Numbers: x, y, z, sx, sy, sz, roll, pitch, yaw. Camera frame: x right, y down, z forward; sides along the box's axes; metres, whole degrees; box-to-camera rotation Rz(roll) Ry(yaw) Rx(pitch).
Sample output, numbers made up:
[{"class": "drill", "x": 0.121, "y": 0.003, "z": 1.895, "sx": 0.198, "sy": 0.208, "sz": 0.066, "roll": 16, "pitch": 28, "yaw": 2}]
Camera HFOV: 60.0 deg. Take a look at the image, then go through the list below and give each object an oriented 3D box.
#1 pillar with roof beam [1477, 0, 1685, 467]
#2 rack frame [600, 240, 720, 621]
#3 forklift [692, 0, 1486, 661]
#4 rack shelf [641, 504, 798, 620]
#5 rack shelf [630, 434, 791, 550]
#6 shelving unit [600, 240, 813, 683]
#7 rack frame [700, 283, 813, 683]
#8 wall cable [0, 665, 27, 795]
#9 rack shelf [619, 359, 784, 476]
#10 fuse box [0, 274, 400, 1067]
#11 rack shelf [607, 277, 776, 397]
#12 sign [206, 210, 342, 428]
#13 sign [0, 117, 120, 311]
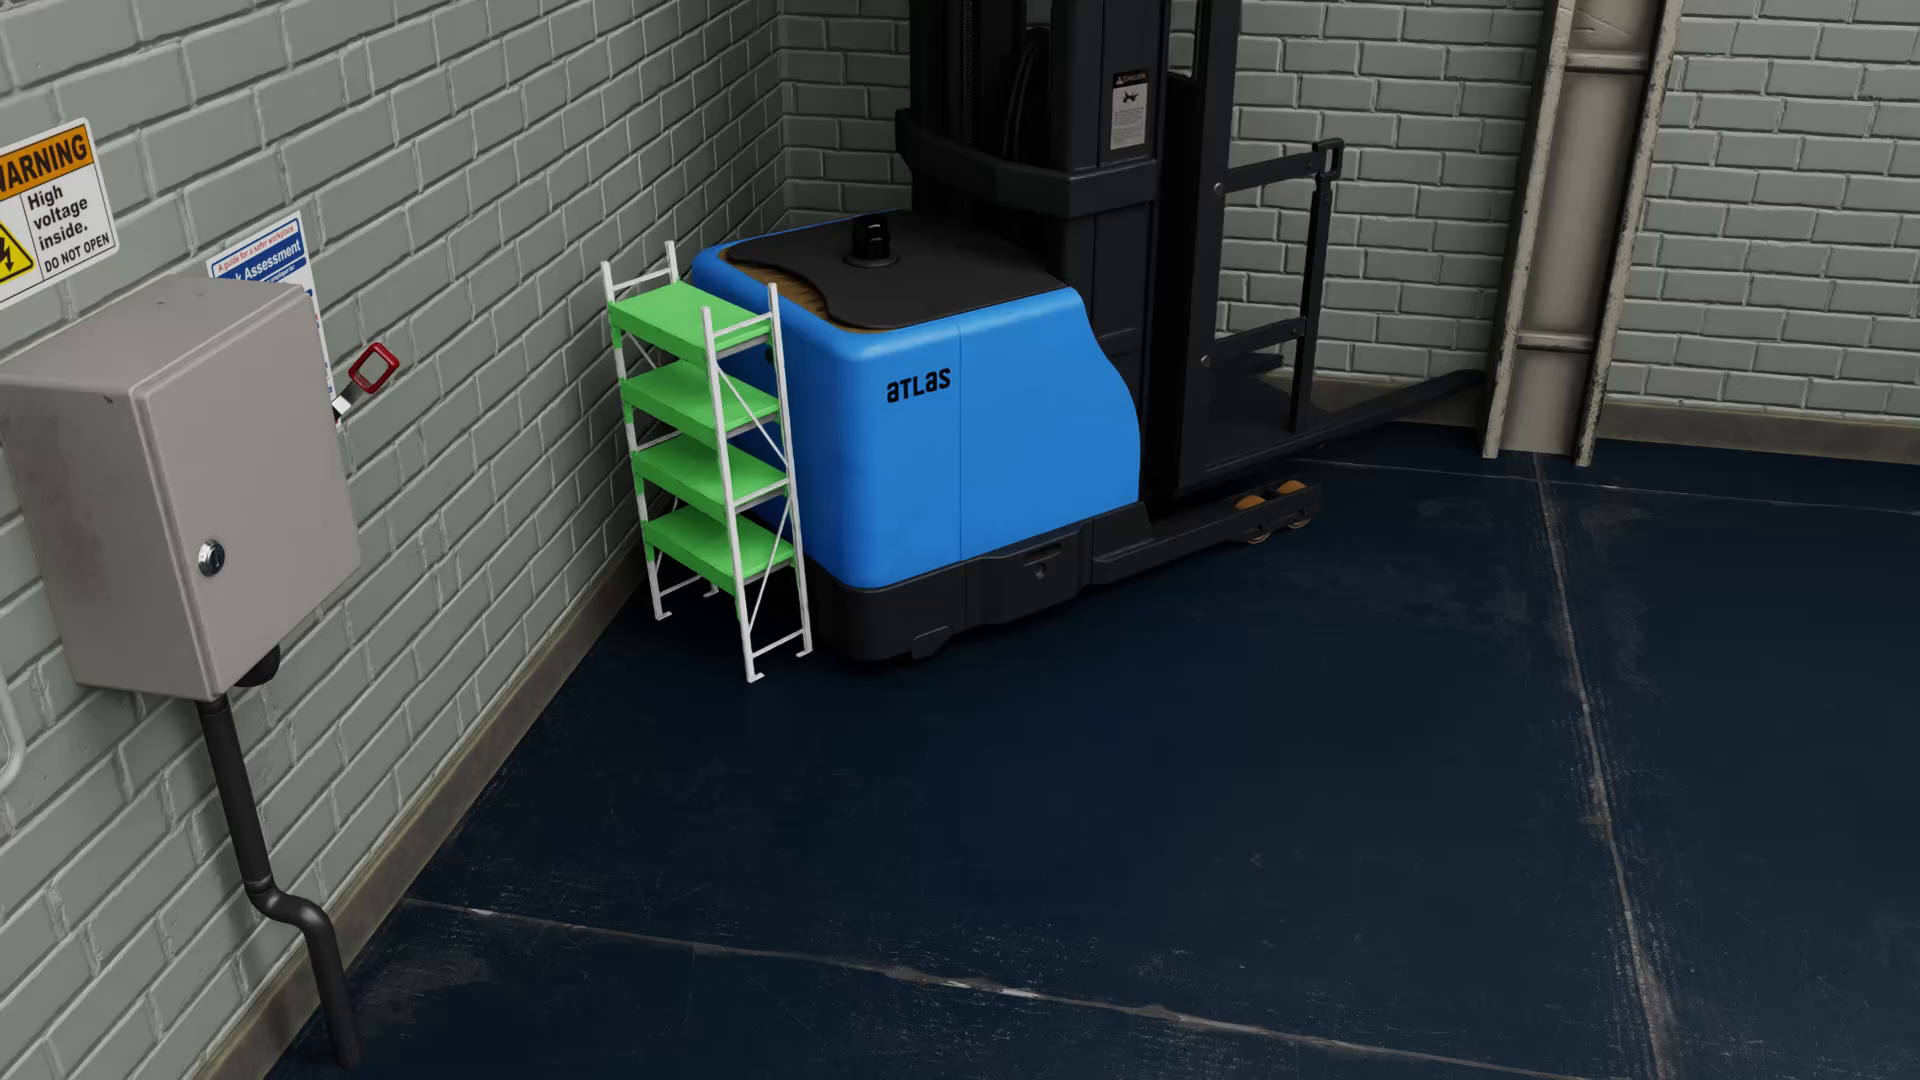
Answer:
[{"class": "pillar with roof beam", "x": 1.310, "y": -2.293, "z": 0.568, "sx": 0.400, "sy": 9.000, "sz": 9.100, "roll": 6, "pitch": 29, "yaw": 11}, {"class": "rack frame", "x": -0.898, "y": -0.306, "z": 5.046, "sx": 0.240, "sy": 1.200, "sz": 0.015, "roll": -27, "pitch": 38, "yaw": -35}, {"class": "forklift", "x": 0.653, "y": -1.462, "z": 5.369, "sx": 3.031, "sy": 2.935, "sz": 1.130, "roll": -18, "pitch": 34, "yaw": -30}, {"class": "rack shelf", "x": -0.721, "y": 0.041, "z": 5.044, "sx": 0.258, "sy": 0.148, "sz": 0.480, "roll": -27, "pitch": 38, "yaw": -35}, {"class": "rack shelf", "x": -0.730, "y": -0.165, "z": 4.922, "sx": 0.258, "sy": 0.148, "sz": 0.480, "roll": -27, "pitch": 38, "yaw": -35}, {"class": "shelving unit", "x": -0.732, "y": -0.220, "z": 4.889, "sx": 0.258, "sy": 1.200, "sz": 0.503, "roll": -27, "pitch": 38, "yaw": -35}, {"class": "rack frame", "x": -0.567, "y": -0.134, "z": 4.732, "sx": 0.240, "sy": 1.200, "sz": 0.015, "roll": -27, "pitch": 38, "yaw": -35}, {"class": "wall cable", "x": -1.610, "y": -0.326, "z": 2.163, "sx": 0.122, "sy": 1.984, "sz": 0.588, "roll": 6, "pitch": 29, "yaw": 11}, {"class": "rack shelf", "x": -0.739, "y": -0.371, "z": 4.799, "sx": 0.258, "sy": 0.148, "sz": 0.480, "roll": -27, "pitch": 38, "yaw": -35}, {"class": "fuse box", "x": -1.314, "y": 0.380, "z": 3.273, "sx": 0.414, "sy": 1.711, "sz": 0.539, "roll": 6, "pitch": 29, "yaw": 11}, {"class": "rack shelf", "x": -0.748, "y": -0.578, "z": 4.677, "sx": 0.258, "sy": 0.148, "sz": 0.480, "roll": -27, "pitch": 38, "yaw": -35}, {"class": "sign", "x": -1.413, "y": -0.396, "z": 3.448, "sx": 0.001, "sy": 0.494, "sz": 0.329, "roll": 6, "pitch": 29, "yaw": 11}, {"class": "sign", "x": -1.528, "y": -0.542, "z": 2.756, "sx": 0.001, "sy": 0.242, "sz": 0.339, "roll": 6, "pitch": 29, "yaw": 11}]
